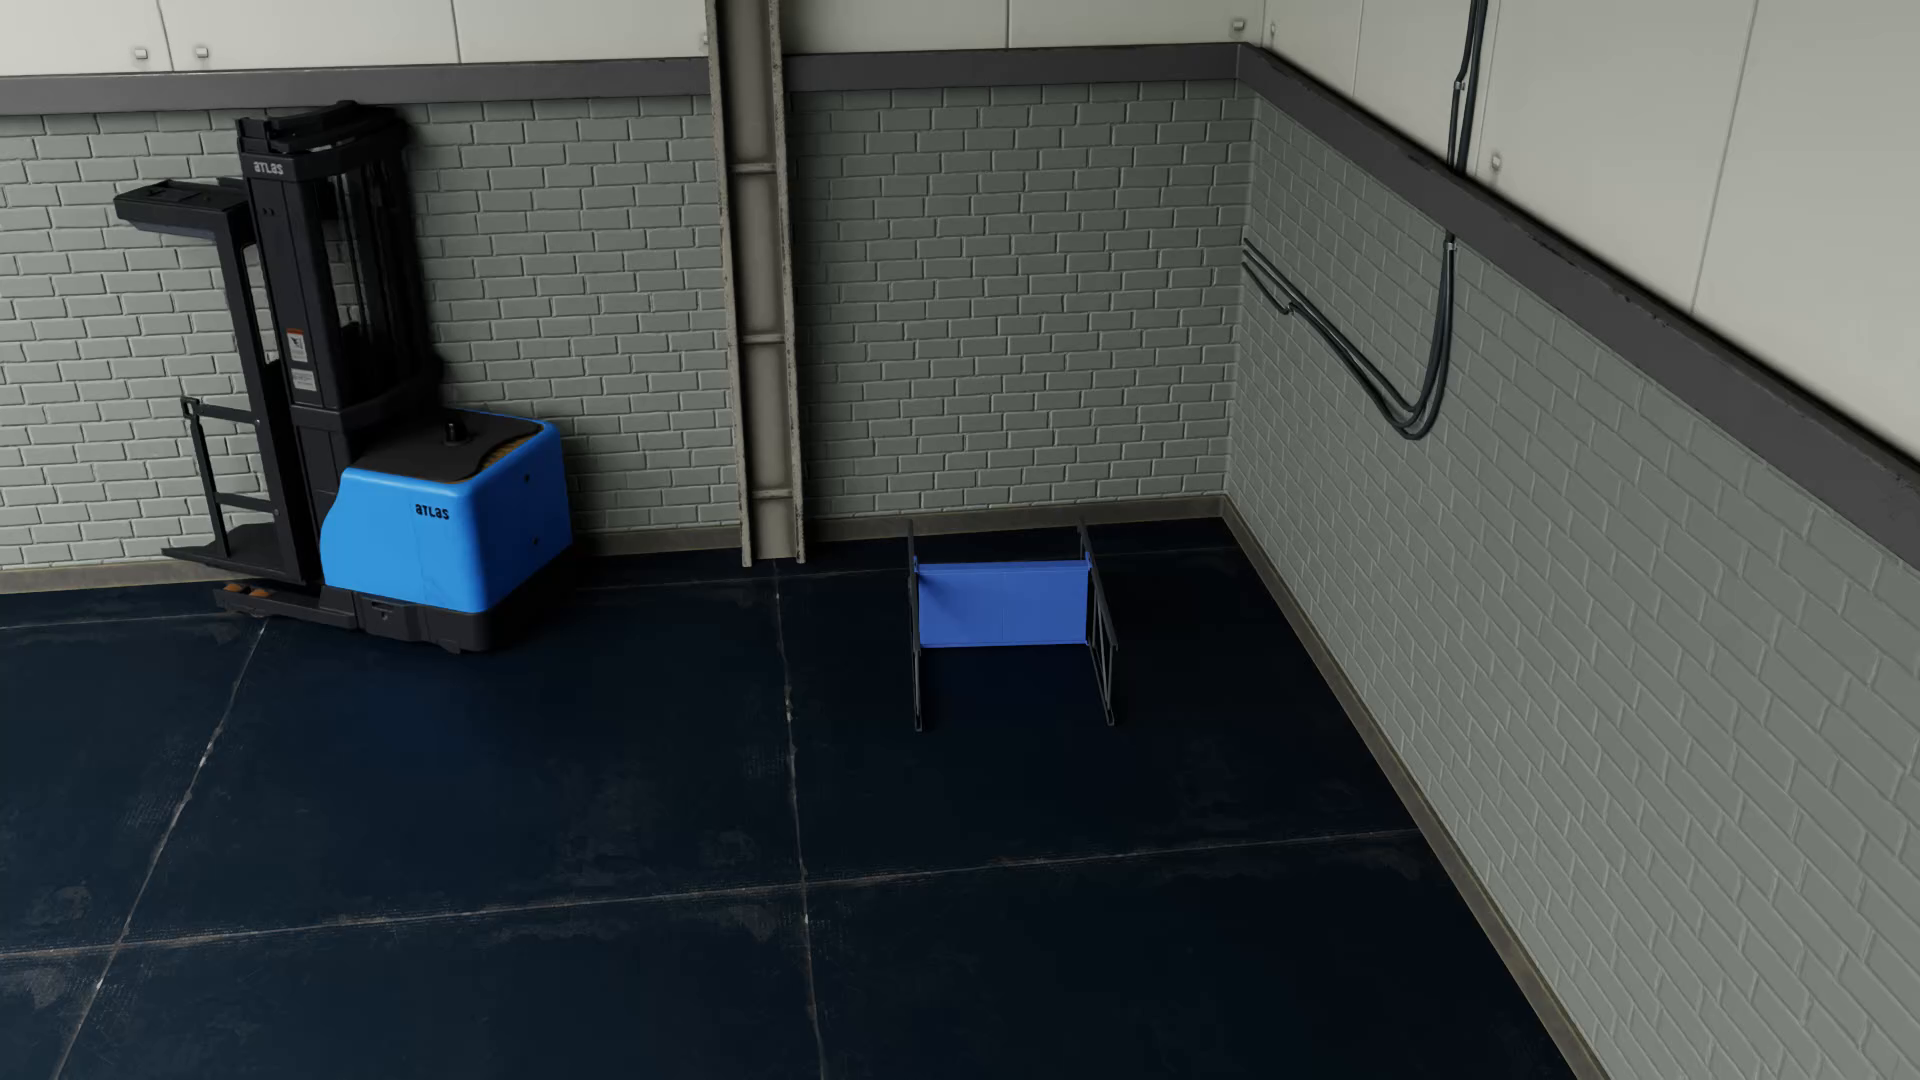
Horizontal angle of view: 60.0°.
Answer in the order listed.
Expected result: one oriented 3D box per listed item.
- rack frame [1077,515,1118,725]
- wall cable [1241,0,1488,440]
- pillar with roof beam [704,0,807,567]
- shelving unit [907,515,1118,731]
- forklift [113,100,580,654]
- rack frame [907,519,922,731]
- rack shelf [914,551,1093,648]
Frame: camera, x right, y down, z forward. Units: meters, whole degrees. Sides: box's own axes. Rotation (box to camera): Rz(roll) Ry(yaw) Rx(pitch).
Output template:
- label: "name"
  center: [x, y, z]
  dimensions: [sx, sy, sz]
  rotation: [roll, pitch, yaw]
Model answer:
- label: "rack frame"
  center: [0.758, 0.417, 9.349]
  dimensions: [0.032, 0.500, 1.500]
  rotation: [-1, 27, -3]
- label: "wall cable"
  center: [1.916, -2.126, 8.437]
  dimensions: [0.112, 2.526, 3.097]
  rotation: [-4, 27, -7]
- label: "pillar with roof beam"
  center: [-0.586, -1.972, 4.736]
  dimensions: [0.400, 9.000, 9.100]
  rotation: [-4, 27, -7]
- label: "shelving unit"
  center: [0.250, 0.429, 9.324]
  dimensions: [1.048, 0.538, 1.500]
  rotation: [-1, 27, -3]
- label: "forklift"
  center: [-3.899, -1.058, 9.602]
  dimensions: [3.031, 2.935, 1.130]
  rotation: [9, 29, 18]
- label: "rack frame"
  center: [-0.257, 0.442, 9.300]
  dimensions: [0.032, 0.500, 1.500]
  rotation: [-1, 27, -3]
- label: "rack shelf"
  center: [0.241, 0.347, 9.484]
  dimensions: [1.000, 0.538, 0.185]
  rotation: [-1, 27, -3]
